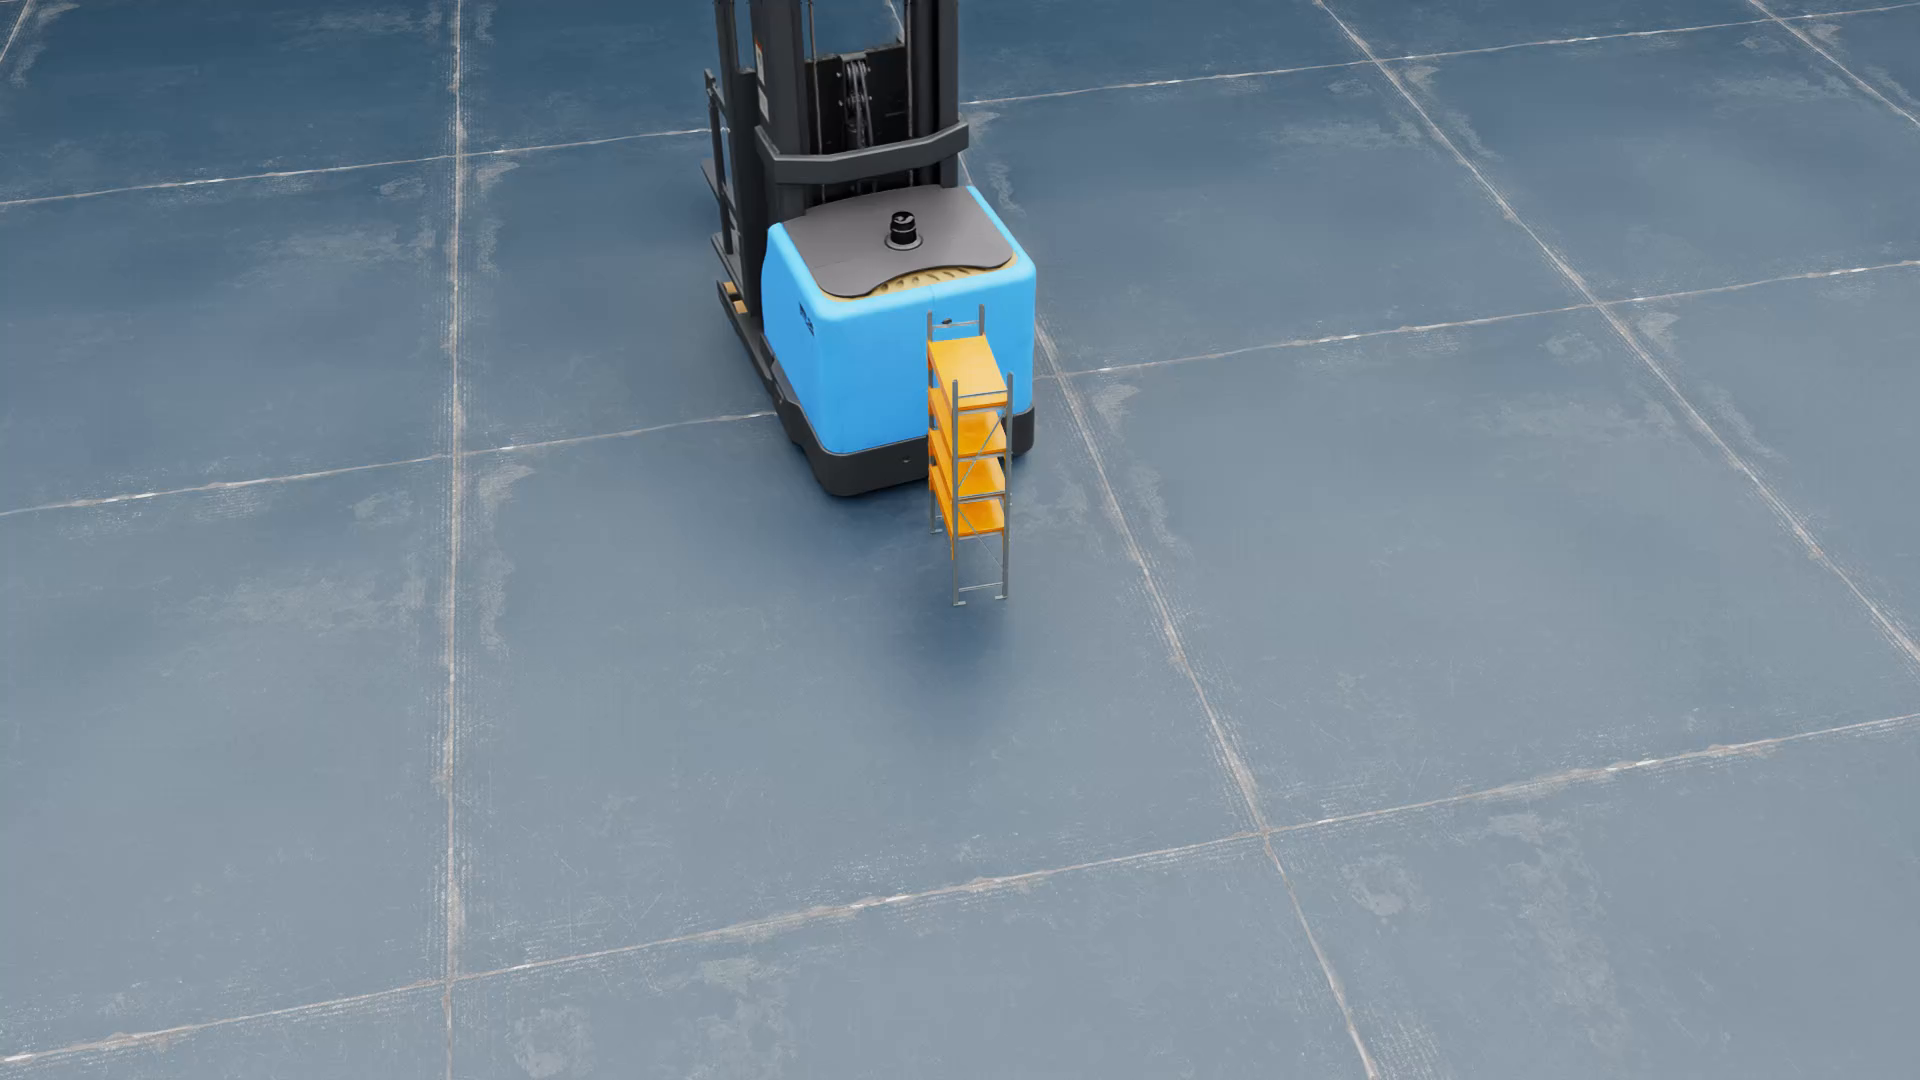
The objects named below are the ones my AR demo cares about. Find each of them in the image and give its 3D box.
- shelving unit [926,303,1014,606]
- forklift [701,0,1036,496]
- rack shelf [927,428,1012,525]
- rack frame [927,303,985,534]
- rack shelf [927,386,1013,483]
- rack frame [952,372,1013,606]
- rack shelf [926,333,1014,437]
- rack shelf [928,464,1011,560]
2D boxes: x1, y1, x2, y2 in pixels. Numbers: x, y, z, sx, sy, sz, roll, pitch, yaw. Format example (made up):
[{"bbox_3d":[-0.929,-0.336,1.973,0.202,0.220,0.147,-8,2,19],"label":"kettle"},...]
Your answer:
[{"bbox_3d":[0.036,-0.341,7.013,0.258,1.200,0.503,-8,42,-9],"label":"shelving unit"},{"bbox_3d":[-0.650,-2.285,7.898,1.130,2.935,3.031,-14,44,-16],"label":"forklift"},{"bbox_3d":[0.036,-0.291,7.057,0.258,0.148,0.480,-8,42,-9],"label":"rack shelf"},{"bbox_3d":[-0.017,-0.500,7.191,0.240,1.200,0.015,-8,42,-9],"label":"rack frame"},{"bbox_3d":[0.036,-0.458,6.909,0.258,0.148,0.480,-8,42,-9],"label":"rack shelf"},{"bbox_3d":[0.088,-0.183,6.834,0.240,1.200,0.015,-8,42,-9],"label":"rack frame"},{"bbox_3d":[0.036,-0.635,6.752,0.258,0.148,0.480,-8,42,-9],"label":"rack shelf"},{"bbox_3d":[0.036,-0.143,7.189,0.258,0.148,0.480,-8,42,-9],"label":"rack shelf"}]
